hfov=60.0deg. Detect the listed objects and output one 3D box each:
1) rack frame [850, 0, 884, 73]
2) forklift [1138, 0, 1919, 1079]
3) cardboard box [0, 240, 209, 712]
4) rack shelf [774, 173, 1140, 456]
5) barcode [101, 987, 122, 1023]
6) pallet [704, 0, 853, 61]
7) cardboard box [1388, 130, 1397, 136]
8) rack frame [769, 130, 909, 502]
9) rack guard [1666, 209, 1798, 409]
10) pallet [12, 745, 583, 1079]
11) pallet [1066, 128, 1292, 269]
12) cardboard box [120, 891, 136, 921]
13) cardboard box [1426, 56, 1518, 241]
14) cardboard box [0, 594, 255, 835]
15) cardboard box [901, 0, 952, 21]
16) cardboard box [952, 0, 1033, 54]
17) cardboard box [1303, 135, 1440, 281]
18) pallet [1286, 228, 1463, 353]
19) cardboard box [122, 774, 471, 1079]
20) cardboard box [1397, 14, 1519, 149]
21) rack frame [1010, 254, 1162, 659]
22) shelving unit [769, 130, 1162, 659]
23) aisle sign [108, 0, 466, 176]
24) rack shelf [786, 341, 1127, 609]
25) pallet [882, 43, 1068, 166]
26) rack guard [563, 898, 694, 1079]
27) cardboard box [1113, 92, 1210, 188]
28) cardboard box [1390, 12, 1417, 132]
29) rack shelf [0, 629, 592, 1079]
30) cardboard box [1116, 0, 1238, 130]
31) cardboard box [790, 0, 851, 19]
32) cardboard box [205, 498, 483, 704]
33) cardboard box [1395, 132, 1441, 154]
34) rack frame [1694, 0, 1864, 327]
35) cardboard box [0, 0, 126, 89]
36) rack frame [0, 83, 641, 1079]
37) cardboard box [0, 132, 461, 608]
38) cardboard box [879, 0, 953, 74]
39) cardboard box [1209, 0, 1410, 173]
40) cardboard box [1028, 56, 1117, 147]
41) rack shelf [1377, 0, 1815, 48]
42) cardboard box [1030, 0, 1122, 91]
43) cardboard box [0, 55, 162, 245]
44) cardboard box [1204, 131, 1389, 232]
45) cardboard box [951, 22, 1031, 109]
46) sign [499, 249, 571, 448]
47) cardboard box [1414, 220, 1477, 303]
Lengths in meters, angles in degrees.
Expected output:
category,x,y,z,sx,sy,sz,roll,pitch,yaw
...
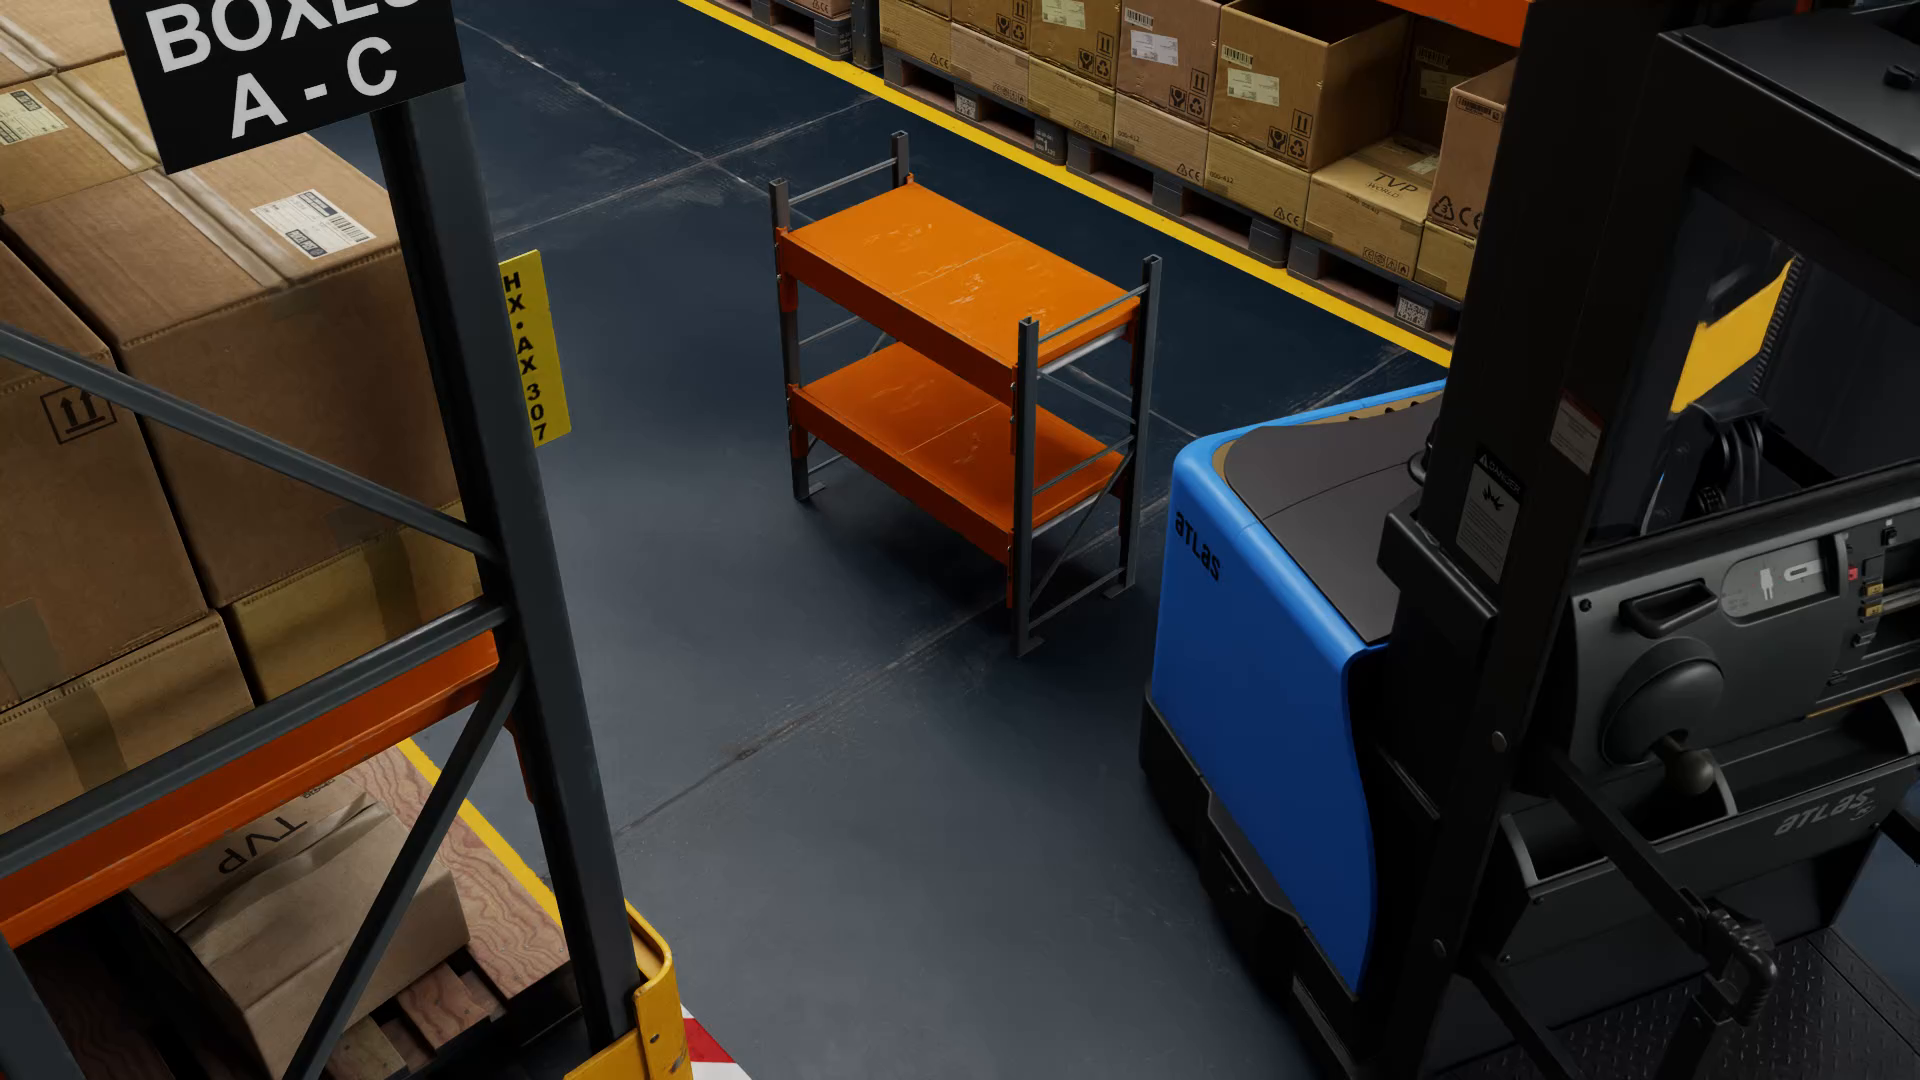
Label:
category,x,y,z,sx,sy,sz,roll,pitch,yaw
rack frame,-0.115,-3.670,7.407,1.000,3.000,0.127,-30,48,-32
forklift,1.484,0.221,2.643,1.130,2.935,3.031,-14,41,-17
cardboard box,-1.531,-0.081,2.470,0.500,0.500,0.500,-31,48,-32
rack shelf,-0.005,-0.668,4.717,0.538,0.278,1.000,-30,48,-32
barcode,-1.765,0.962,3.454,0.001,0.075,0.075,-30,48,-32
pallet,-0.642,-2.910,8.685,1.003,0.211,1.213,-30,48,-32
cardboard box,1.713,-1.717,6.842,0.500,0.250,0.500,-30,48,-32
rack frame,-0.348,-0.676,5.192,0.500,1.125,0.032,-30,48,-32
rack guard,2.607,-0.835,5.886,1.175,0.500,0.348,-30,48,-32
pallet,-1.631,0.947,3.910,1.003,0.211,1.213,-30,48,-32
pallet,1.221,-1.635,7.106,1.003,0.211,1.213,-30,48,-32
cardboard box,-1.843,0.540,3.983,0.500,0.311,0.500,-26,46,-28
cardboard box,2.008,-1.326,5.762,0.500,0.500,0.500,-30,48,-32
cardboard box,-1.515,0.205,2.713,0.500,0.250,0.500,-29,47,-31
cardboard box,-0.032,-2.708,7.473,0.500,0.500,0.500,-30,48,-32
cardboard box,0.312,-2.480,7.190,0.500,0.500,0.500,-30,48,-32
cardboard box,1.663,-1.262,6.279,0.500,0.250,0.500,-30,48,-32
pallet,2.042,-1.070,6.407,1.003,0.211,1.213,-30,48,-32
cardboard box,-1.458,0.804,3.657,0.500,0.311,0.500,29,47,31
cardboard box,2.052,-1.778,6.321,0.500,0.500,0.500,-30,48,-32
rack frame,0.339,-0.205,4.609,0.500,1.125,0.032,-30,48,-32
shelving unit,-0.005,-0.441,4.900,0.538,1.125,1.048,-30,48,-32
aisle sign,-0.786,-0.818,1.806,0.394,0.787,0.004,-30,48,-32
rack shelf,-0.005,-0.251,5.054,0.538,0.278,1.000,-30,48,-32
pallet,0.392,-2.200,7.805,1.003,0.211,1.213,-30,48,-32
rack guard,-1.107,1.225,3.335,1.175,0.500,0.348,-30,48,-32
cardboard box,0.987,-1.724,6.852,0.500,0.250,0.500,-30,48,-32
cardboard box,1.704,-2.004,6.601,0.500,0.500,0.500,-30,48,-32
rack shelf,-2.409,-0.358,3.878,1.077,0.370,4.000,-30,48,-32
cardboard box,0.984,-2.015,6.614,0.500,0.500,0.500,-30,48,-32
cardboard box,-0.609,-2.833,8.224,0.500,0.250,0.500,-30,48,-32
cardboard box,-1.152,-0.022,2.994,0.500,0.250,0.500,-31,48,-33
cardboard box,2.051,-1.485,6.556,0.500,0.250,0.500,-30,48,-32
rack frame,2.590,-1.819,5.115,1.000,3.000,0.127,-30,48,-32
cardboard box,-1.829,-0.777,3.331,0.500,0.500,0.500,-32,49,-33
rack frame,-1.056,0.288,2.506,1.000,3.000,0.127,-30,48,-32
cardboard box,-1.157,-0.302,2.743,0.500,0.500,0.500,-30,48,-32
cardboard box,-0.025,-2.420,7.714,0.500,0.250,0.500,-30,48,-32
cardboard box,1.321,-1.783,6.327,0.500,0.500,0.500,-30,48,-32
cardboard box,0.644,-1.953,7.135,0.500,0.250,0.500,-30,48,-32
rack shelf,1.238,-2.465,6.487,1.077,0.370,4.000,-30,48,-32
cardboard box,0.644,-2.245,6.900,0.500,0.500,0.500,-30,48,-32
cardboard box,-1.484,-0.535,3.032,0.500,0.500,0.500,-30,48,-32
cardboard box,1.324,-1.492,6.564,0.500,0.250,0.500,-30,48,-32
cardboard box,0.310,-2.187,7.424,0.500,0.250,0.500,-30,48,-32
sign,-0.656,-0.280,2.520,0.100,0.325,0.005,-30,48,-32
cardboard box,2.010,-1.035,5.999,0.500,0.250,0.500,-30,48,-32
